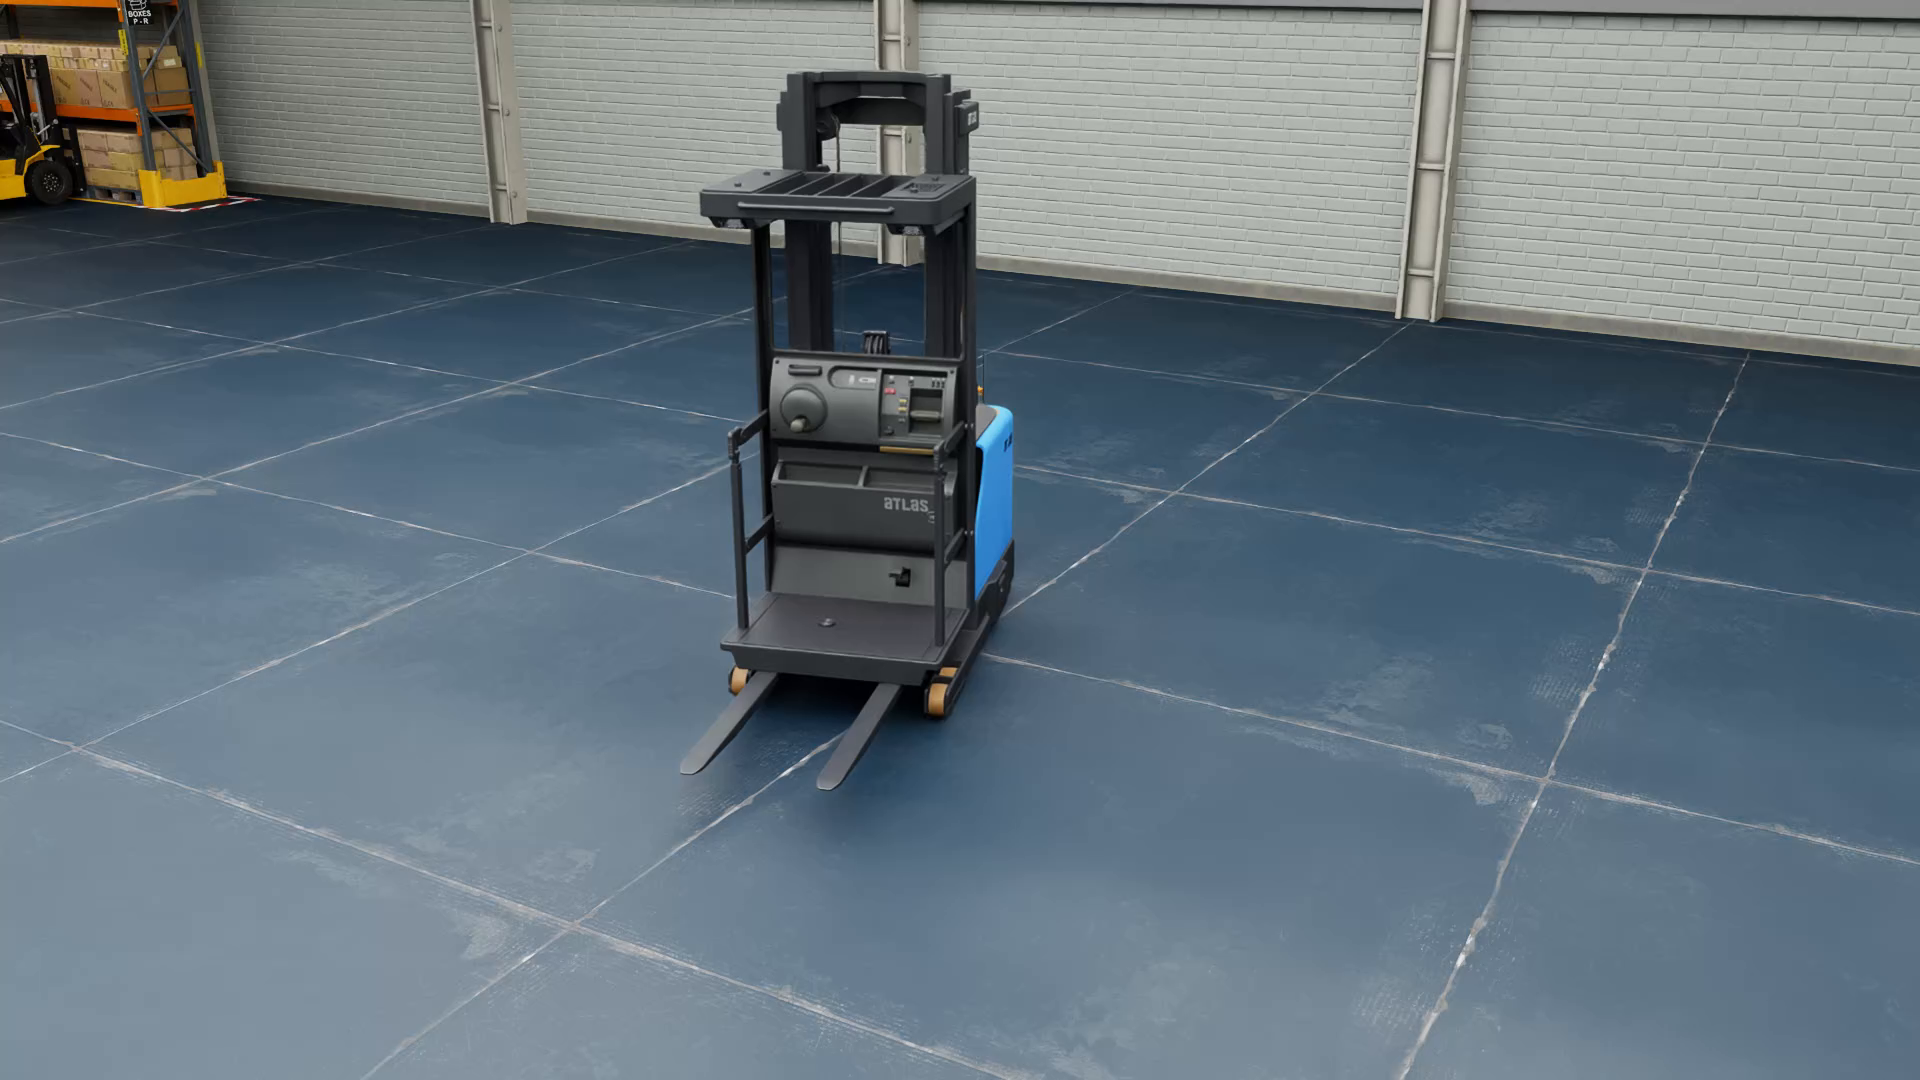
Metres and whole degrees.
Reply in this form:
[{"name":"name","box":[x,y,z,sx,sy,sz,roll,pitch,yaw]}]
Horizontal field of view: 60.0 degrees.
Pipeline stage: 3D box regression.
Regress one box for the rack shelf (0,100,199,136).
[{"name":"rack shelf","box":[-12.756,-6.216,24.157,4.000,0.370,1.077,11,23,27]}]

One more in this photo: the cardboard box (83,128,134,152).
[{"name":"cardboard box","box":[-12.012,-5.663,23.529,0.500,0.250,0.500,11,23,28]}]

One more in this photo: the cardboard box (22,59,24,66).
[{"name":"cardboard box","box":[-13.248,-6.886,23.851,0.250,0.149,0.380,10,22,26]}]

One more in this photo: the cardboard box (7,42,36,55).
[{"name":"cardboard box","box":[-13.454,-7.072,23.929,0.250,0.149,0.380,10,22,26]}]

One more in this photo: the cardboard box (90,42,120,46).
[{"name":"cardboard box","box":[-12.280,-7.081,23.953,0.250,0.149,0.380,10,22,26]}]

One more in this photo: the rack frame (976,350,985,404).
[{"name":"rack frame","box":[0.093,-0.546,10.112,0.006,1.200,0.240,11,23,27]}]

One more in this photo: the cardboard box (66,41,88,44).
[{"name":"cardboard box","box":[-12.768,-7.141,24.119,0.250,0.149,0.380,12,23,29]}]

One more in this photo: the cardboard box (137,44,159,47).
[{"name":"cardboard box","box":[-11.400,-6.896,23.442,0.250,0.149,0.380,12,23,29]}]

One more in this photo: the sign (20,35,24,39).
[{"name":"sign","box":[-14.232,-7.496,25.247,0.005,0.325,0.100,11,23,27]}]

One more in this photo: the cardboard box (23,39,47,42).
[{"name":"cardboard box","box":[-13.639,-7.321,24.615,0.250,0.149,0.380,11,22,27]}]

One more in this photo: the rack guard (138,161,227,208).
[{"name":"rack guard","box":[-10.989,-5.042,23.533,0.348,0.500,1.175,11,23,27]}]

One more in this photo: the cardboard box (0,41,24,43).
[{"name":"cardboard box","box":[-13.869,-7.181,24.228,0.250,0.149,0.380,10,22,26]}]

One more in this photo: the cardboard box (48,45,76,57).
[{"name":"cardboard box","box":[-12.588,-6.893,23.433,0.250,0.149,0.380,11,23,28]}]

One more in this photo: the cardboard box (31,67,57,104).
[{"name":"cardboard box","box":[-12.908,-6.527,23.812,0.500,0.500,0.500,11,23,28]}]

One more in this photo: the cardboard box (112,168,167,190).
[{"name":"cardboard box","box":[-11.574,-5.110,23.471,0.500,0.250,0.500,11,23,28]}]

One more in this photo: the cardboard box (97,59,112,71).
[{"name":"cardboard box","box":[-11.687,-6.581,23.012,0.250,0.149,0.380,11,23,28]}]

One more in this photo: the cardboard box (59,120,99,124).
[{"name":"cardboard box","box":[-13.093,-6.069,24.649,0.500,0.250,0.500,11,23,28]}]

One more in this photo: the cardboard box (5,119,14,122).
[{"name":"cardboard box","box":[-14.232,-6.088,24.699,0.500,0.250,0.500,10,22,26]}]

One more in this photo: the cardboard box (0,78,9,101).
[{"name":"cardboard box","box":[-13.779,-6.701,24.292,0.500,0.500,0.500,11,23,28]}]

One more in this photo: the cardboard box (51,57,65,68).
[{"name":"cardboard box","box":[-12.581,-6.754,23.487,0.250,0.149,0.380,11,23,28]}]

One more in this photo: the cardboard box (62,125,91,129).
[{"name":"cardboard box","box":[-12.896,-5.831,23.991,0.500,0.250,0.500,10,22,26]}]

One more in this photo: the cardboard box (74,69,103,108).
[{"name":"cardboard box","box":[-12.016,-6.361,23.356,0.500,0.500,0.500,12,23,29]}]

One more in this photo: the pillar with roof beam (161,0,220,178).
[{"name":"pillar with roof beam","box":[-13.277,-8.144,19.621,0.400,9.000,9.100,11,23,27]}]

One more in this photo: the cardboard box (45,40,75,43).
[{"name":"cardboard box","box":[-13.174,-7.249,24.417,0.250,0.149,0.380,10,22,26]}]

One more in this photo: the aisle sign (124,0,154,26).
[{"name":"aisle sign","box":[-11.096,-7.345,22.403,0.004,0.787,0.394,11,23,27]}]

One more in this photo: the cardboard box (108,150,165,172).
[{"name":"cardboard box","box":[-11.587,-5.349,23.396,0.500,0.250,0.500,10,22,27]}]

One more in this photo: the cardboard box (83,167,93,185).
[{"name":"cardboard box","box":[-12.436,-5.282,23.944,0.500,0.250,0.500,11,23,28]}]

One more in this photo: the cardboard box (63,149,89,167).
[{"name":"cardboard box","box":[-12.481,-5.515,23.855,0.500,0.250,0.500,10,22,26]}]

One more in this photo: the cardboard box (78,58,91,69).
[{"name":"cardboard box","box":[-12.094,-6.687,23.304,0.250,0.149,0.380,11,22,27]}]

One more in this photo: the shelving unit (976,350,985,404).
[{"name":"shelving unit","box":[0.013,-0.562,10.154,0.189,1.200,0.258,11,23,27]}]

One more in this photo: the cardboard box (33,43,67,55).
[{"name":"cardboard box","box":[-12.979,-7.010,23.758,0.250,0.149,0.380,11,23,28]}]

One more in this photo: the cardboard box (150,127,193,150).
[{"name":"cardboard box","box":[-11.337,-5.733,23.720,0.500,0.250,0.500,10,22,26]}]

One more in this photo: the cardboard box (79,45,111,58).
[{"name":"cardboard box","box":[-12.078,-6.841,23.291,0.250,0.149,0.380,11,23,28]}]

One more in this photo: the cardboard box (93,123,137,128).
[{"name":"cardboard box","box":[-12.206,-5.901,24.184,0.500,0.250,0.500,11,22,27]}]

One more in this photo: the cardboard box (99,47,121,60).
[{"name":"cardboard box","box":[-11.656,-6.742,23.018,0.250,0.149,0.380,11,23,27]}]

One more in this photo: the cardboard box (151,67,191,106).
[{"name":"cardboard box","box":[-11.307,-6.434,23.556,0.500,0.500,0.500,12,23,29]}]

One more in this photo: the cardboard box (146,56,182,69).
[{"name":"cardboard box","box":[-11.179,-6.707,23.358,0.250,0.149,0.380,10,22,26]}]

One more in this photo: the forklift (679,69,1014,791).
[{"name":"forklift","box":[-0.519,-0.664,7.898,1.130,2.935,3.031,4,20,12]}]

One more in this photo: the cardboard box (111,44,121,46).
[{"name":"cardboard box","box":[-11.857,-6.972,23.651,0.250,0.149,0.380,11,23,28]}]

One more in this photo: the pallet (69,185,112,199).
[{"name":"pallet","box":[-12.759,-5.229,24.470,1.213,0.211,1.003,11,23,27]}]

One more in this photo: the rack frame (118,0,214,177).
[{"name":"rack frame","box":[-11.010,-6.222,23.118,0.127,3.000,1.000,11,23,27]}]

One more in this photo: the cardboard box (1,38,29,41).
[{"name":"cardboard box","box":[-14.076,-7.415,24.875,0.250,0.149,0.380,11,23,27]}]

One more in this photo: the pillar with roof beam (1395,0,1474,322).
[{"name":"pillar with roof beam","box":[2.437,-5.151,11.368,0.400,9.000,9.100,11,23,27]}]
